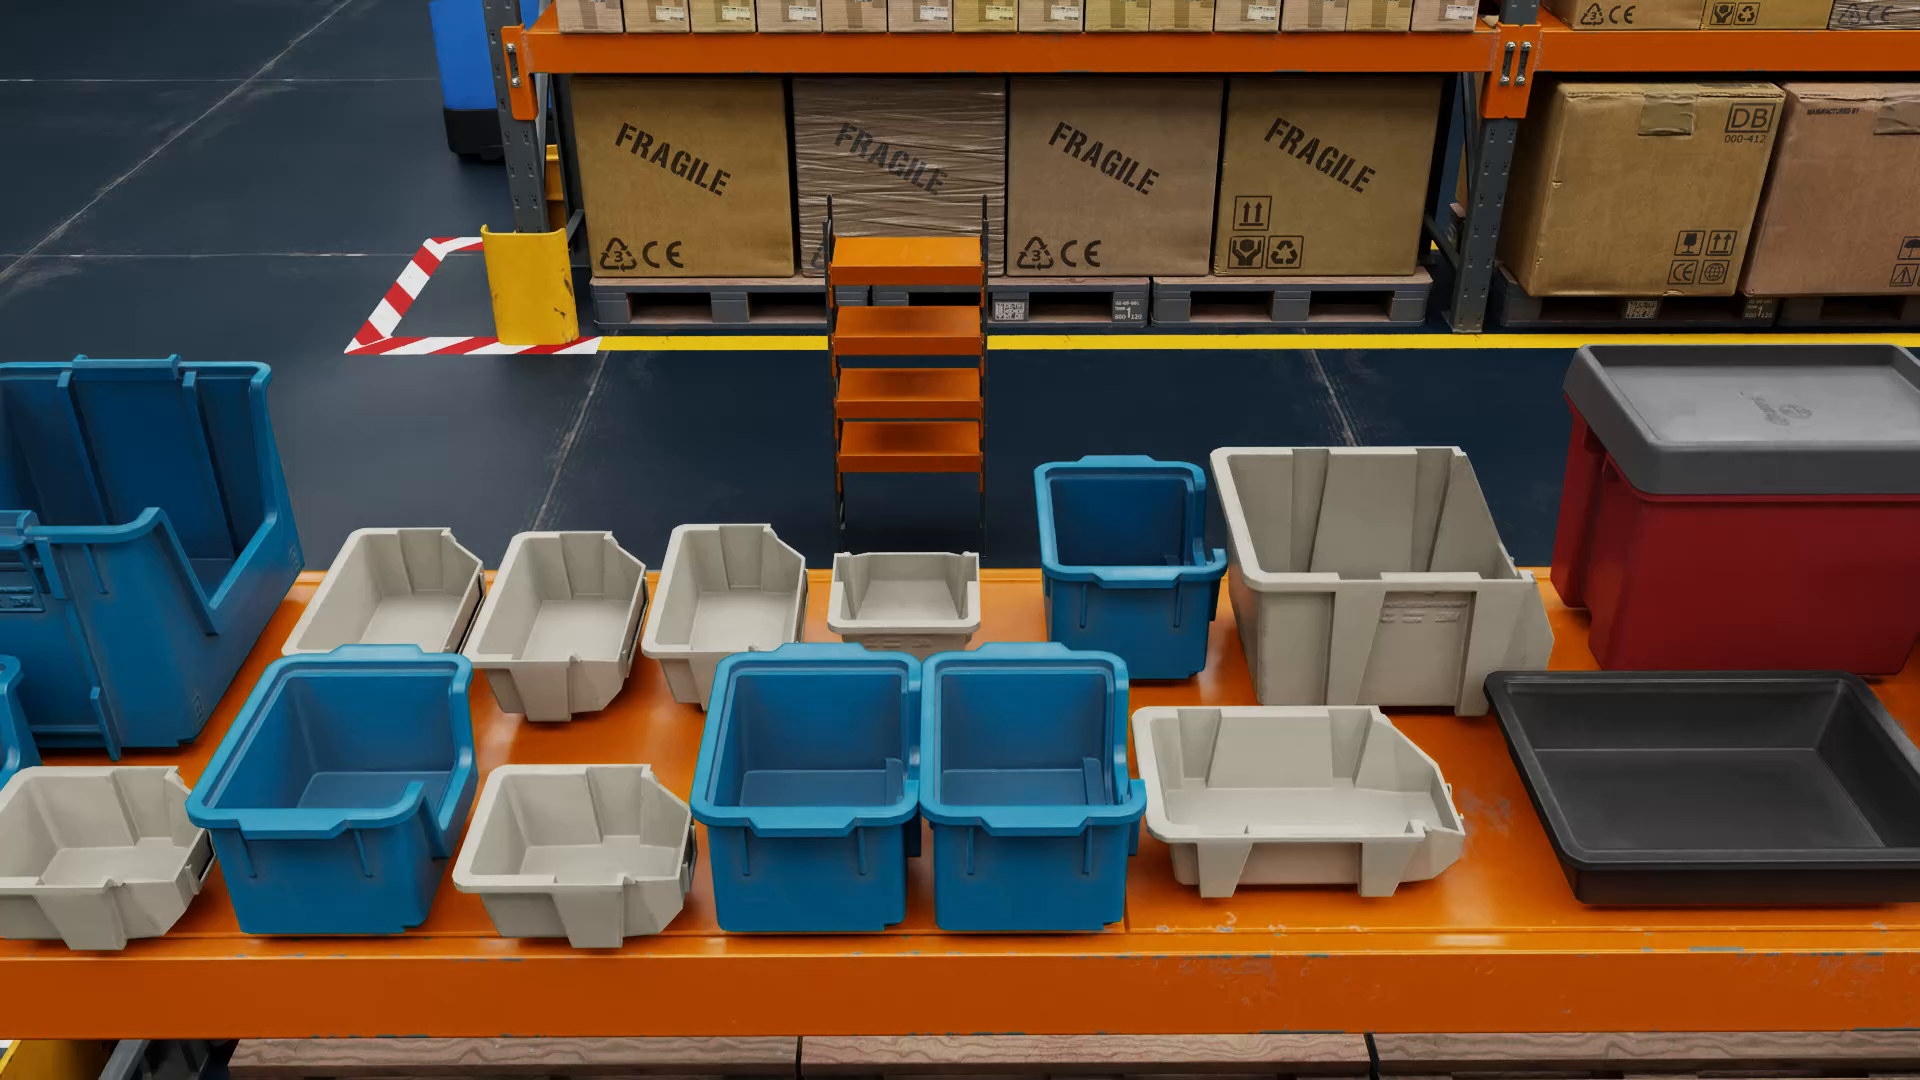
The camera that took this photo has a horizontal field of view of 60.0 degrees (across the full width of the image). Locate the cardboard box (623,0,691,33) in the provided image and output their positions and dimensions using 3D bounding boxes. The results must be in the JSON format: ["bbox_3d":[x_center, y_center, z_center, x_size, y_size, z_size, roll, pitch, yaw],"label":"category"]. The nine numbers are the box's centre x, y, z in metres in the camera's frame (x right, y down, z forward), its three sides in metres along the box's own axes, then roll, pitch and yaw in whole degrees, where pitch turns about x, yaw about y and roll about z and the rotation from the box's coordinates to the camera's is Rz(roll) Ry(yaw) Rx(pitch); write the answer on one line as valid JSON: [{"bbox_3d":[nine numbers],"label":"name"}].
[{"bbox_3d":[-1.187,-2.145,6.635,0.250,0.149,0.380,-1,31,-1],"label":"cardboard box"}]

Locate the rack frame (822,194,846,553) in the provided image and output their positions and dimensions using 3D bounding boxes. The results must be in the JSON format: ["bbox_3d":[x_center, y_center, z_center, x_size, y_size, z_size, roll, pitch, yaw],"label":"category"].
[{"bbox_3d":[-0.410,-0.512,5.437,0.015,1.200,0.240,0,31,0],"label":"rack frame"}]

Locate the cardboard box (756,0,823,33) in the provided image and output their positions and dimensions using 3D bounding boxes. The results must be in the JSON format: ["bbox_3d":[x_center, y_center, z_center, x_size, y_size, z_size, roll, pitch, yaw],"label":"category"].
[{"bbox_3d":[-0.670,-2.147,6.639,0.250,0.149,0.380,-1,31,-1],"label":"cardboard box"}]

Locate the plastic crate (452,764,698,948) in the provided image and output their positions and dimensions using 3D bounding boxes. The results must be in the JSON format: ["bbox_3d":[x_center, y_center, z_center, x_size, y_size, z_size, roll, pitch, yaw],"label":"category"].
[{"bbox_3d":[-0.522,0.446,2.320,0.298,0.136,0.250,0,31,0],"label":"plastic crate"}]

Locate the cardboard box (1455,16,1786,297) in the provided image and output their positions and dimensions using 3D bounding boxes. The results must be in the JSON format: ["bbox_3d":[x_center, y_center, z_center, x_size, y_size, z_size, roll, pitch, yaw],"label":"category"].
[{"bbox_3d":[2.839,-1.717,7.331,0.875,0.875,1.225,0,31,0],"label":"cardboard box"}]

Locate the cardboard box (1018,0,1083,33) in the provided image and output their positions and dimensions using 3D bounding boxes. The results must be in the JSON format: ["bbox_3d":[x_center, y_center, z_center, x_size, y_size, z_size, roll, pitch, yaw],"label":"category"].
[{"bbox_3d":[0.357,-2.150,6.644,0.250,0.149,0.380,0,31,1],"label":"cardboard box"}]

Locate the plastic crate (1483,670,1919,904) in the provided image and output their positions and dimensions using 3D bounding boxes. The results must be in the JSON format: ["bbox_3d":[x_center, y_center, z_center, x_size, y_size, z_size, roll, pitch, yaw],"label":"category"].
[{"bbox_3d":[1.112,0.371,2.454,0.590,0.125,0.437,0,31,0],"label":"plastic crate"}]

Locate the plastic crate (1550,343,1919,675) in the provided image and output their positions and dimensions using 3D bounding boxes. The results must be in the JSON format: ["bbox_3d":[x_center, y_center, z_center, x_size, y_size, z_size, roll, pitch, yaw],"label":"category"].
[{"bbox_3d":[1.335,-0.044,2.811,0.583,0.464,0.402,0,31,0],"label":"plastic crate"}]

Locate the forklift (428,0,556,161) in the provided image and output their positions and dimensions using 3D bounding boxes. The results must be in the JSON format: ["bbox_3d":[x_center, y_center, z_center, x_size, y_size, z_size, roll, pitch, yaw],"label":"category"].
[{"bbox_3d":[-1.330,-3.618,8.888,3.031,2.935,1.130,-2,31,-3],"label":"forklift"}]

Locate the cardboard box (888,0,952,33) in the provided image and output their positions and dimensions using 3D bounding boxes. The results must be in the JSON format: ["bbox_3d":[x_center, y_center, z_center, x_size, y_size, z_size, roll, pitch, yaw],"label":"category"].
[{"bbox_3d":[-0.158,-2.148,6.641,0.250,0.149,0.380,0,31,-1],"label":"cardboard box"}]

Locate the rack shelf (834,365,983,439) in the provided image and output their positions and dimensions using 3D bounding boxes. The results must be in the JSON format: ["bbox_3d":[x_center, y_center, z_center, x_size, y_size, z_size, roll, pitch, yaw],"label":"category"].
[{"bbox_3d":[-0.166,-0.455,5.473,0.480,0.148,0.258,0,31,0],"label":"rack shelf"}]

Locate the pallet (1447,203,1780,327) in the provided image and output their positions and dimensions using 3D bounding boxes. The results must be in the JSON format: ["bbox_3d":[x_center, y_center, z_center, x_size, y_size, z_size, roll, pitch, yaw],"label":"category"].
[{"bbox_3d":[2.970,-1.282,7.660,1.213,0.211,1.003,0,31,0],"label":"pallet"}]

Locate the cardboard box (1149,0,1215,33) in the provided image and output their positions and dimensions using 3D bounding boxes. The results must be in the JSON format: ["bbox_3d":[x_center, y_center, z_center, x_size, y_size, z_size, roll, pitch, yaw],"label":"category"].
[{"bbox_3d":[0.867,-2.151,6.646,0.250,0.149,0.380,0,31,1],"label":"cardboard box"}]

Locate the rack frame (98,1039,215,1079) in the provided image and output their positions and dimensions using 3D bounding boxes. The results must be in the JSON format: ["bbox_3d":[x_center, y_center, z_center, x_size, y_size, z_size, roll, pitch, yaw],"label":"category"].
[{"bbox_3d":[-1.771,0.149,2.613,0.127,3.000,1.000,0,31,0],"label":"rack frame"}]

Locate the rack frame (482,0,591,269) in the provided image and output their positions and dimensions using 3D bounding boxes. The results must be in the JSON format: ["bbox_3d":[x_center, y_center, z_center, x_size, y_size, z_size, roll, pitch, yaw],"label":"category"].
[{"bbox_3d":[-1.801,-2.420,6.848,0.127,3.000,1.000,0,31,0],"label":"rack frame"}]

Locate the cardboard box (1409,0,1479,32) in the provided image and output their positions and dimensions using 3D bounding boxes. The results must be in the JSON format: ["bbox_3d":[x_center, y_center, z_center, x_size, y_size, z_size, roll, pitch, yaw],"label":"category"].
[{"bbox_3d":[1.896,-2.155,6.652,0.250,0.149,0.380,0,31,0],"label":"cardboard box"}]

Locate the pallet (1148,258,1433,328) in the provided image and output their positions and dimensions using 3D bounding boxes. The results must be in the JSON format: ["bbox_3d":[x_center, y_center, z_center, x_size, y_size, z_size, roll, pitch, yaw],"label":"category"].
[{"bbox_3d":[1.438,-1.279,7.655,1.213,0.211,1.003,0,31,0],"label":"pallet"}]

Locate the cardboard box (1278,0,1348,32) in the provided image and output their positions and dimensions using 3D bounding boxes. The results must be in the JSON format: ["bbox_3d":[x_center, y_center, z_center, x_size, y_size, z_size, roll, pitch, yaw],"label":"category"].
[{"bbox_3d":[1.382,-2.153,6.649,0.250,0.149,0.380,-1,31,-1],"label":"cardboard box"}]

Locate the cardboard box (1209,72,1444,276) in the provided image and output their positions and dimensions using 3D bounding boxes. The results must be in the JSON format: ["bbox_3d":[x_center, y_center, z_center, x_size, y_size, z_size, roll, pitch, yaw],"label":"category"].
[{"bbox_3d":[1.539,-1.744,7.375,0.875,0.875,0.875,0,31,0],"label":"cardboard box"}]

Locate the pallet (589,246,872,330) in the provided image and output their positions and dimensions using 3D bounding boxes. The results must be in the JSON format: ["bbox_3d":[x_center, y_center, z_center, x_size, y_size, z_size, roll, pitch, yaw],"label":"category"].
[{"bbox_3d":[-1.001,-1.271,7.642,1.213,0.211,1.003,0,31,0],"label":"pallet"}]

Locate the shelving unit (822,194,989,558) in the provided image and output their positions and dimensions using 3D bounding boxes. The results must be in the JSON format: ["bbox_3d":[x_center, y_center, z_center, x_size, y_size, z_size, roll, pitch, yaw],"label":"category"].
[{"bbox_3d":[-0.166,-0.512,5.438,0.503,1.200,0.258,0,31,0],"label":"shelving unit"}]

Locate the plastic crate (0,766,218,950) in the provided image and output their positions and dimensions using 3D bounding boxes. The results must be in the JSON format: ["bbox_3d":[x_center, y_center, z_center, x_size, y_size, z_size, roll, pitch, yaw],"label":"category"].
[{"bbox_3d":[-1.201,0.448,2.317,0.298,0.136,0.250,0,31,0],"label":"plastic crate"}]

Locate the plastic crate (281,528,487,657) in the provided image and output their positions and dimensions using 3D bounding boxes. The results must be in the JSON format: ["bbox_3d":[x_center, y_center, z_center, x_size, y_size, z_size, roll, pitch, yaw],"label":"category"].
[{"bbox_3d":[-0.956,0.139,2.825,0.243,0.136,0.396,0,31,0],"label":"plastic crate"}]

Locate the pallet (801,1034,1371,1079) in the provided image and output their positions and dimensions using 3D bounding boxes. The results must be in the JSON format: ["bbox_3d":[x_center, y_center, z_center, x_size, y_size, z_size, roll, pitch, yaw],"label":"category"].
[{"bbox_3d":[0.271,1.356,3.311,1.213,0.211,1.003,0,31,0],"label":"pallet"}]

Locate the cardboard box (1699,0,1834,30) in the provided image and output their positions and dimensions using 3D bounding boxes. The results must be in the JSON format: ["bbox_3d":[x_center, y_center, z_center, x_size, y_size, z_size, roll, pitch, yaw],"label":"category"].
[{"bbox_3d":[3.164,-2.350,6.634,0.500,0.500,0.500,0,31,0],"label":"cardboard box"}]

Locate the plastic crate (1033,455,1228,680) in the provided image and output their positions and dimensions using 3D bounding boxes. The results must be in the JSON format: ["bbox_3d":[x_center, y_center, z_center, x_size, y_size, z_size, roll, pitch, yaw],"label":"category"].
[{"bbox_3d":[0.281,0.055,2.871,0.300,0.233,0.416,0,31,0],"label":"plastic crate"}]

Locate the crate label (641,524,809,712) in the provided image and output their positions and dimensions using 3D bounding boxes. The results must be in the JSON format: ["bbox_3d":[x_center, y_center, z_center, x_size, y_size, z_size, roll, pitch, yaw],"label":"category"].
[{"bbox_3d":[-0.388,0.132,2.837,0.243,0.136,0.396,0,31,0],"label":"crate label"}]

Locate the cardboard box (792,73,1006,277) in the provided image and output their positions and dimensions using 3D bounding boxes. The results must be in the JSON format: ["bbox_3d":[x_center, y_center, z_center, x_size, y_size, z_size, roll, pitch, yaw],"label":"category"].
[{"bbox_3d":[-0.251,-1.738,7.366,0.875,0.875,0.875,0,31,0],"label":"cardboard box"}]

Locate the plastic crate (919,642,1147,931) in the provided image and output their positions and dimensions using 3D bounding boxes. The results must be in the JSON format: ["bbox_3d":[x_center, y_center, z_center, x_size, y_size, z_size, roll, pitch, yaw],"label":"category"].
[{"bbox_3d":[0.095,0.360,2.369,0.300,0.233,0.416,0,31,0],"label":"plastic crate"}]

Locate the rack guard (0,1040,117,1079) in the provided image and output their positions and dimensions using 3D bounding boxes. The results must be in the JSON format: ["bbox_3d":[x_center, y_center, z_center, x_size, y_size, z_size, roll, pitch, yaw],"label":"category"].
[{"bbox_3d":[-1.795,1.224,3.250,0.348,0.500,1.175,0,31,0],"label":"rack guard"}]

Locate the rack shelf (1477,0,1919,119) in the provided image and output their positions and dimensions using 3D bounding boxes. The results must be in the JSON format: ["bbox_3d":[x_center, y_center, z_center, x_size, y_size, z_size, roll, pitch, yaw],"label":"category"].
[{"bbox_3d":[4.199,-2.132,7.065,4.000,0.370,1.077,0,31,0],"label":"rack shelf"}]

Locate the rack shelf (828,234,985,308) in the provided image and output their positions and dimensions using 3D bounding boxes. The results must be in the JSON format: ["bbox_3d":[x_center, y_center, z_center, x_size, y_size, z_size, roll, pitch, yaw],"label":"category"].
[{"bbox_3d":[-0.166,-0.848,5.234,0.480,0.148,0.258,0,31,0],"label":"rack shelf"}]
